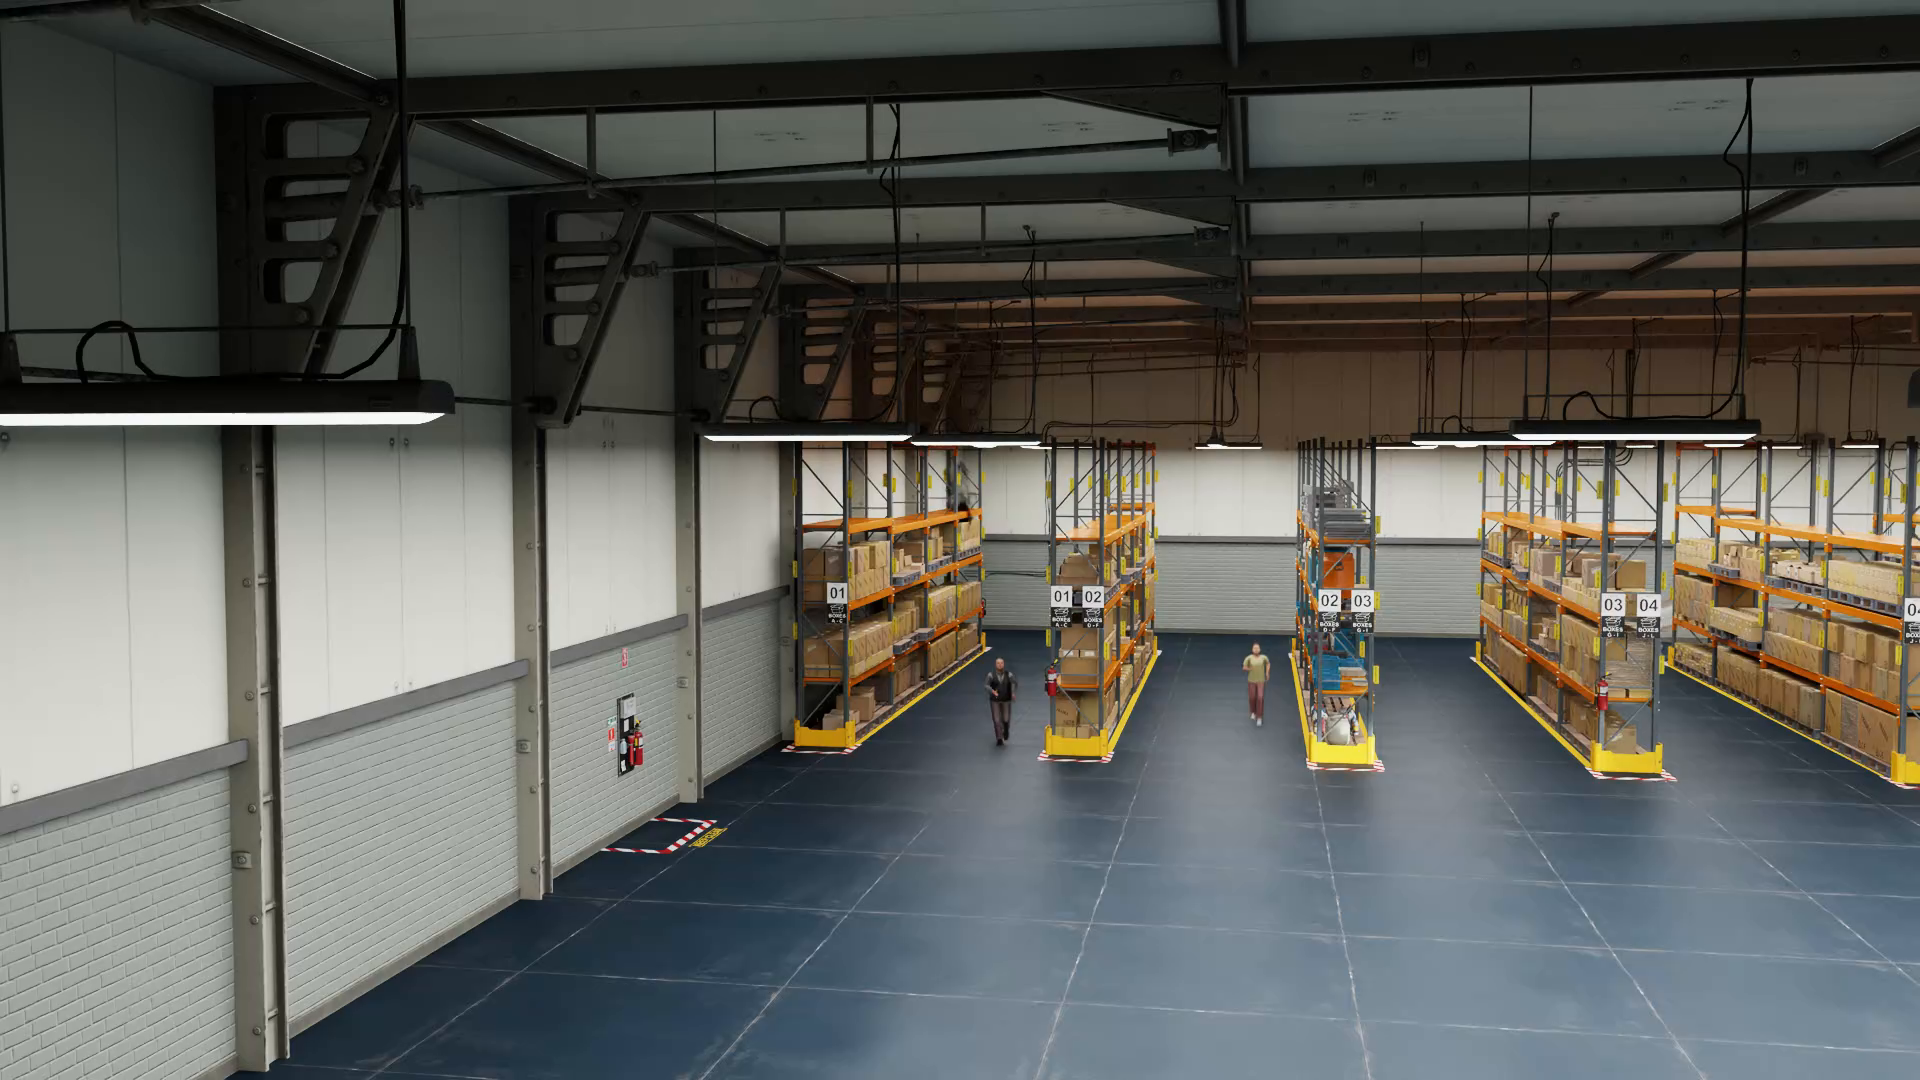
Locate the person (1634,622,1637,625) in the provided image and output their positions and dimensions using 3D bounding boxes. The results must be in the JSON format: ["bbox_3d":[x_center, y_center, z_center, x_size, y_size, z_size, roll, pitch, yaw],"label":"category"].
[{"bbox_3d":[18.634,2.439,45.402,0.783,1.766,0.690,-1,3,-26],"label":"person"}]

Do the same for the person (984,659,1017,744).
[{"bbox_3d":[0.797,3.160,32.452,0.662,1.681,0.568,0,3,-1],"label":"person"}]

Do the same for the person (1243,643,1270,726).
[{"bbox_3d":[6.247,3.013,35.081,0.561,1.683,0.908,1,3,11],"label":"person"}]

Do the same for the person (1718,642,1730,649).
[{"bbox_3d":[20.712,2.446,45.187,0.694,1.715,0.652,-2,4,-31],"label":"person"}]
